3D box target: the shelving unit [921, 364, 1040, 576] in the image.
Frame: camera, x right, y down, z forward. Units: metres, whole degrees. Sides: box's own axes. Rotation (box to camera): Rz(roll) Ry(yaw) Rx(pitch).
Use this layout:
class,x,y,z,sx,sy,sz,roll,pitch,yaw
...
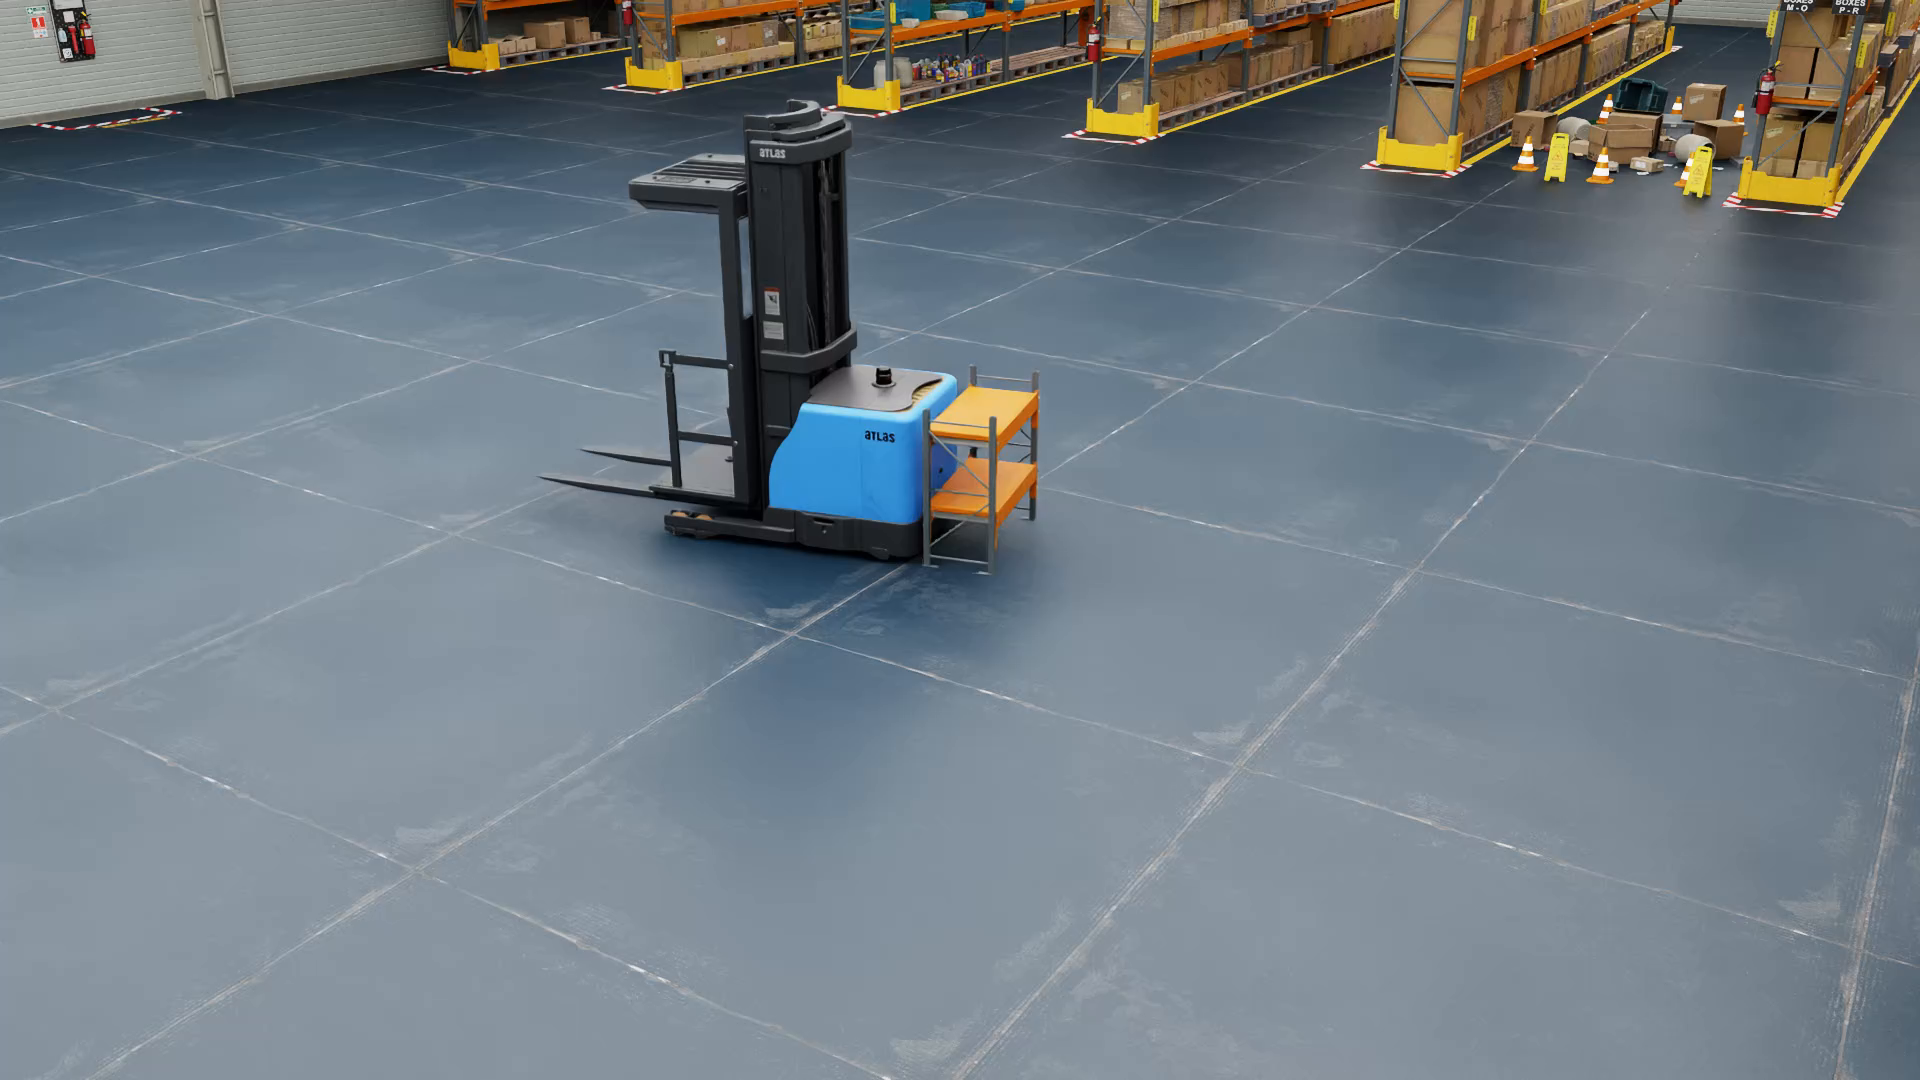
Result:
class,x,y,z,sx,sy,sz,roll,pitch,yaw
shelving unit,0.154,-0.502,11.493,0.538,1.125,1.048,7,24,17

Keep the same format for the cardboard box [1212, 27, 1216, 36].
class,x,y,z,sx,sy,sz,roll,pitch,yaw
cardboard box,4.138,-8.668,28.314,0.380,0.149,0.250,14,27,29

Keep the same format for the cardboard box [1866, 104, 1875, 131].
class,x,y,z,sx,sy,sz,roll,pitch,yaw
cardboard box,13.774,-6.660,26.139,0.950,0.372,0.625,16,28,32

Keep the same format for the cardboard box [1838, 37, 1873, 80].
class,x,y,z,sx,sy,sz,roll,pitch,yaw
cardboard box,12.036,-6.534,22.568,0.500,0.500,0.500,13,27,28

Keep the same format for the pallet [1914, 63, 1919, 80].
class,x,y,z,sx,sy,sz,roll,pitch,yaw
pallet,18.453,-9.327,33.029,1.003,0.211,1.213,14,27,29

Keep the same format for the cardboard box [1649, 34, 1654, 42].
class,x,y,z,sx,sy,sz,roll,pitch,yaw
cardboard box,14.472,-10.653,35.268,0.380,0.149,0.250,15,28,32

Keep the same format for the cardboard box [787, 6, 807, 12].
class,x,y,z,sx,sy,sz,roll,pitch,yaw
cardboard box,-4.400,-13.803,42.035,0.750,0.750,0.750,15,27,31

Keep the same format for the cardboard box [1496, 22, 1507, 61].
class,x,y,z,sx,sy,sz,roll,pitch,yaw
cardboard box,7.829,-7.650,25.456,0.875,0.550,0.500,14,27,29

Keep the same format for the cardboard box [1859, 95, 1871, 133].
class,x,y,z,sx,sy,sz,roll,pitch,yaw
cardboard box,13.039,-6.272,24.450,0.500,0.500,0.500,13,27,28

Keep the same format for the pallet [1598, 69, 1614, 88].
class,x,y,z,sx,sy,sz,roll,pitch,yaw
pallet,12.032,-9.000,32.274,1.003,0.211,1.213,14,27,29

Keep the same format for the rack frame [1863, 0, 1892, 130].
class,x,y,z,sx,sy,sz,roll,pitch,yaw
rack frame,13.123,-7.253,24.728,1.000,3.000,0.127,14,27,29

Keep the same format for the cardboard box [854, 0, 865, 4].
class,x,y,z,sx,sy,sz,roll,pitch,yaw
cardboard box,-2.952,-14.589,44.292,0.700,0.500,0.500,14,27,28

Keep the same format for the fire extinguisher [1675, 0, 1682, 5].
class,x,y,z,sx,sy,sz,roll,pitch,yaw
fire extinguisher,15.719,-12.088,36.463,0.296,0.674,0.183,14,27,29

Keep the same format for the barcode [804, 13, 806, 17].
class,x,y,z,sx,sy,sz,roll,pitch,yaw
barcode,-3.222,-10.901,34.539,0.001,0.075,0.075,14,27,29

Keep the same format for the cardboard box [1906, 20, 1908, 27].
class,x,y,z,sx,sy,sz,roll,pitch,yaw
cardboard box,15.960,-8.823,28.545,0.500,0.250,0.500,13,27,27

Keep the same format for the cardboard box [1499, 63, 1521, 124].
class,x,y,z,sx,sy,sz,roll,pitch,yaw
cardboard box,8.473,-7.276,26.927,0.875,0.875,0.875,14,27,30

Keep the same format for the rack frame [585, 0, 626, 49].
class,x,y,z,sx,sy,sz,roll,pitch,yaw
rack frame,-7.921,-12.443,36.718,1.000,3.000,0.127,14,27,29

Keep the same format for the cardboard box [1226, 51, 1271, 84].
class,x,y,z,sx,sy,sz,roll,pitch,yaw
cardboard box,5.313,-8.744,30.765,0.700,0.500,0.500,14,27,29

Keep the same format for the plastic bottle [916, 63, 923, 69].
class,x,y,z,sx,sy,sz,roll,pitch,yaw
plastic bottle,-0.788,-8.807,31.193,0.152,0.276,0.135,13,27,28

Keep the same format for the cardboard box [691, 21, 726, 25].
class,x,y,z,sx,sy,sz,roll,pitch,yaw
cardboard box,-5.010,-10.084,33.257,0.500,0.500,0.500,14,27,29

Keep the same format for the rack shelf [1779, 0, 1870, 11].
class,x,y,z,sx,sy,sz,roll,pitch,yaw
rack shelf,12.068,-7.624,22.715,1.077,0.370,4.000,14,27,29

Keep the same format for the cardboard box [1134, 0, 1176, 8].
class,x,y,z,sx,sy,sz,roll,pitch,yaw
cardboard box,3.115,-8.749,26.426,0.500,0.500,0.500,14,27,29

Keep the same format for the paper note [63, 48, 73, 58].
class,x,y,z,sx,sy,sz,roll,pitch,yaw
paper note,-15.049,-8.210,28.049,0.016,0.148,0.142,14,27,29

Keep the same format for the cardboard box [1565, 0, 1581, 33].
class,x,y,z,sx,sy,sz,roll,pitch,yaw
cardboard box,10.437,-9.107,28.885,0.500,0.500,0.500,13,27,28

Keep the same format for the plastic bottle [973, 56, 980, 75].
class,x,y,z,sx,sy,sz,roll,pitch,yaw
plastic bottle,0.300,-9.011,31.570,0.144,0.351,0.185,12,26,26

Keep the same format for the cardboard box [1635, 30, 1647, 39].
class,x,y,z,sx,sy,sz,roll,pitch,yaw
cardboard box,14.051,-10.524,34.596,0.380,0.149,0.250,15,27,30

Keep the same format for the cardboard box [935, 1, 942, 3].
class,x,y,z,sx,sy,sz,roll,pitch,yaw
cardboard box,-0.762,-12.529,39.509,0.500,0.500,0.500,13,26,27

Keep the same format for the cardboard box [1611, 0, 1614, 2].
class,x,y,z,sx,sy,sz,roll,pitch,yaw
cardboard box,12.218,-10.328,31.618,0.380,0.149,0.250,13,27,27

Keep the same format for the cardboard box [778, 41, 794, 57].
class,x,y,z,sx,sy,sz,roll,pitch,yaw
cardboard box,-3.769,-10.135,34.319,0.500,0.250,0.500,14,27,29

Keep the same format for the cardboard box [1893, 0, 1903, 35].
class,x,y,z,sx,sy,sz,roll,pitch,yaw
cardboard box,14.150,-8.059,25.562,0.500,0.500,0.500,14,27,29

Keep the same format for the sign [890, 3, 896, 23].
class,x,y,z,sx,sy,sz,roll,pitch,yaw
sign,-1.149,-9.028,28.479,0.100,0.325,0.005,14,27,29

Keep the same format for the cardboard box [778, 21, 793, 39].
class,x,y,z,sx,sy,sz,roll,pitch,yaw
cardboard box,-3.740,-10.792,35.129,0.500,0.311,0.500,14,27,29

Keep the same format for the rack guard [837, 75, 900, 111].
class,x,y,z,sx,sy,sz,roll,pitch,yaw
rack guard,-1.614,-7.906,29.383,1.175,0.500,0.348,14,27,29

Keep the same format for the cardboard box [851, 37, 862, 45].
class,x,y,z,sx,sy,sz,roll,pitch,yaw
cardboard box,-2.476,-10.941,36.180,0.500,0.250,0.500,14,27,30

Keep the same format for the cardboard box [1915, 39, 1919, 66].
class,x,y,z,sx,sy,sz,roll,pitch,yaw
cardboard box,18.714,-9.765,33.228,0.875,0.438,0.875,15,27,30

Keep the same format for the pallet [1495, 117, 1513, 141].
class,x,y,z,sx,sy,sz,roll,pitch,yaw
pallet,8.396,-6.736,27.044,1.003,0.211,1.213,14,27,29

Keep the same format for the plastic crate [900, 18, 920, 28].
class,x,y,z,sx,sy,sz,roll,pitch,yaw
plastic crate,-0.869,-9.131,29.398,0.298,0.136,0.250,14,27,29

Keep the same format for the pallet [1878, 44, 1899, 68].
class,x,y,z,sx,sy,sz,roll,pitch,yaw
pallet,13.649,-7.392,25.291,1.003,0.211,1.213,14,27,29

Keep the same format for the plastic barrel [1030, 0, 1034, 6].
class,x,y,z,sx,sy,sz,roll,pitch,yaw
plastic barrel,1.324,-10.718,32.908,0.301,0.262,0.301,0,23,0

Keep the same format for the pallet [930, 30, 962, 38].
class,x,y,z,sx,sy,sz,roll,pitch,yaw
pallet,-0.530,-12.131,39.507,1.003,0.211,1.213,14,27,29

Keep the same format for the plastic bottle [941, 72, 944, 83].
class,x,y,z,sx,sy,sz,roll,pitch,yaw
plastic bottle,-0.338,-8.517,30.616,0.097,0.201,0.097,0,23,0

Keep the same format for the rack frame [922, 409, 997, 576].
class,x,y,z,sx,sy,sz,roll,pitch,yaw
rack frame,-0.004,-0.310,11.050,0.500,1.125,0.032,7,24,17

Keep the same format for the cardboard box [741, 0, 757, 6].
class,x,y,z,sx,sy,sz,roll,pitch,yaw
cardboard box,-4.480,-10.954,33.151,0.700,0.500,0.500,14,27,30

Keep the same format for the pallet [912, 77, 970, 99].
class,x,y,z,sx,sy,sz,roll,pitch,yaw
pallet,-0.537,-8.456,31.018,1.003,0.211,1.213,14,27,29

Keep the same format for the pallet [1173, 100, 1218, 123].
class,x,y,z,sx,sy,sz,roll,pitch,yaw
pallet,3.737,-7.402,28.583,1.003,0.211,1.213,14,27,29

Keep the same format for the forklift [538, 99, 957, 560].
class,x,y,z,sx,sy,sz,roll,pitch,yaw
forklift,-1.579,-1.543,11.624,3.031,2.935,1.130,8,25,17

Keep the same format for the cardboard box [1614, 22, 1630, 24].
class,x,y,z,sx,sy,sz,roll,pitch,yaw
cardboard box,14.283,-11.080,35.880,0.380,0.149,0.250,12,26,26

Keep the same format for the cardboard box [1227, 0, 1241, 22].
class,x,y,z,sx,sy,sz,roll,pitch,yaw
cardboard box,4.414,-9.373,29.125,0.875,0.500,0.500,14,27,29

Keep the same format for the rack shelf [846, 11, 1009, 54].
class,x,y,z,sx,sy,sz,roll,pitch,yaw
rack shelf,-0.559,-9.362,30.506,1.077,0.370,4.000,14,27,29

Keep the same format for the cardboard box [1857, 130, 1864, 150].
class,x,y,z,sx,sy,sz,roll,pitch,yaw
cardboard box,13.039,-5.928,24.599,0.500,0.250,0.500,15,28,31

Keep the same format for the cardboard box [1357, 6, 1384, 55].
class,x,y,z,sx,sy,sz,roll,pitch,yaw
cardboard box,8.132,-10.725,34.895,1.225,0.875,0.875,13,27,27

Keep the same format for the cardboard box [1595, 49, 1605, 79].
class,x,y,z,sx,sy,sz,roll,pitch,yaw
cardboard box,11.826,-9.007,31.398,0.500,0.500,0.500,14,27,30

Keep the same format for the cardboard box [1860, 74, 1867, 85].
class,x,y,z,sx,sy,sz,roll,pitch,yaw
cardboard box,12.414,-6.447,23.183,0.380,0.149,0.250,14,27,29

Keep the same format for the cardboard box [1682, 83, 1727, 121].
class,x,y,z,sx,sy,sz,roll,pitch,yaw
cardboard box,11.595,-6.816,25.912,0.500,0.500,0.500,14,27,29

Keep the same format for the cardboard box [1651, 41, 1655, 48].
class,x,y,z,sx,sy,sz,roll,pitch,yaw
cardboard box,14.631,-10.605,35.531,0.380,0.149,0.250,13,26,27
